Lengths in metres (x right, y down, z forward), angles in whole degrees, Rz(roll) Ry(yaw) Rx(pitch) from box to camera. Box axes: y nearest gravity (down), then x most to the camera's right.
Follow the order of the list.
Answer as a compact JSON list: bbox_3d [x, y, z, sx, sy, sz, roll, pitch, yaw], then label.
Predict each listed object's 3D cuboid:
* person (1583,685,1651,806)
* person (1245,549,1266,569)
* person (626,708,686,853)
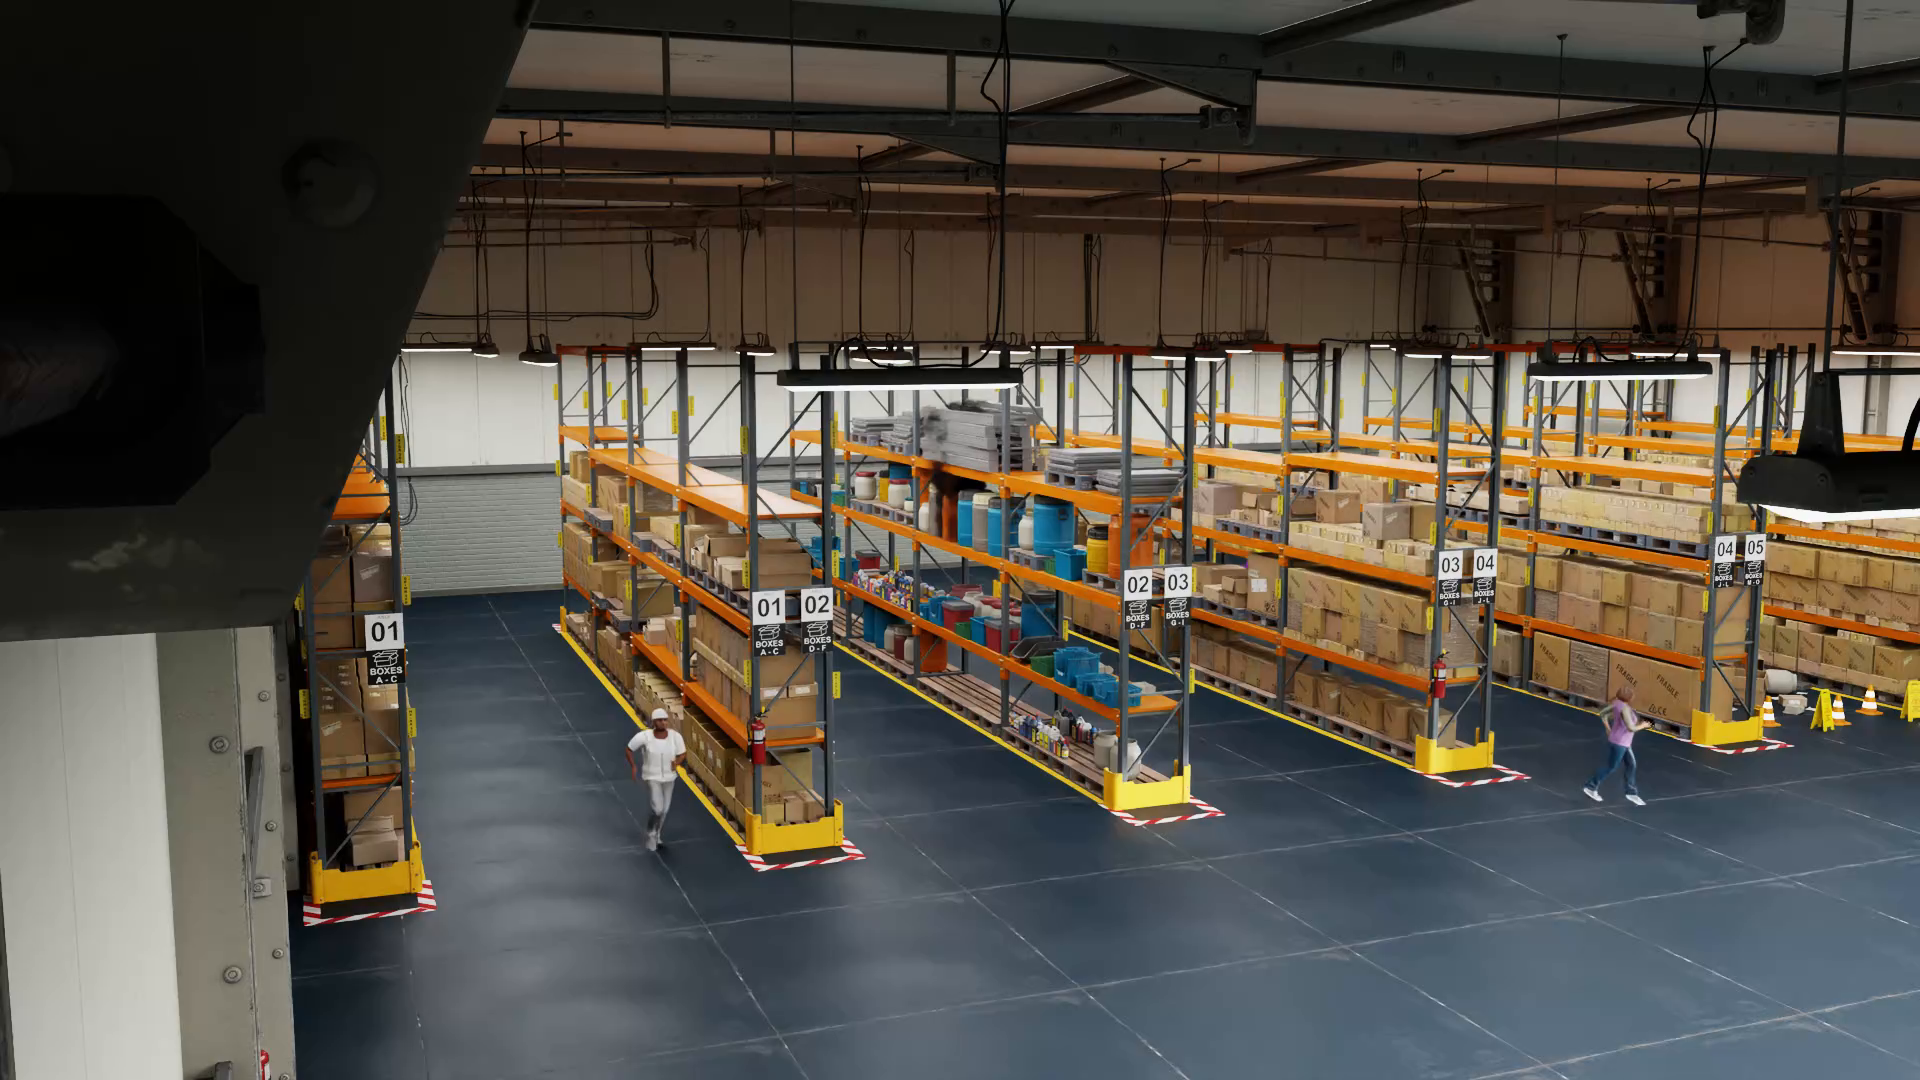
[{"bbox_3d":[8.727,2.726,22.074,0.822,1.629,0.515,2,7,13],"label":"person"},{"bbox_3d":[6.293,1.010,35.261,0.724,1.734,0.714,-4,8,-27],"label":"person"},{"bbox_3d":[-3.652,2.911,20.202,0.682,1.762,0.668,-4,8,-28],"label":"person"}]
